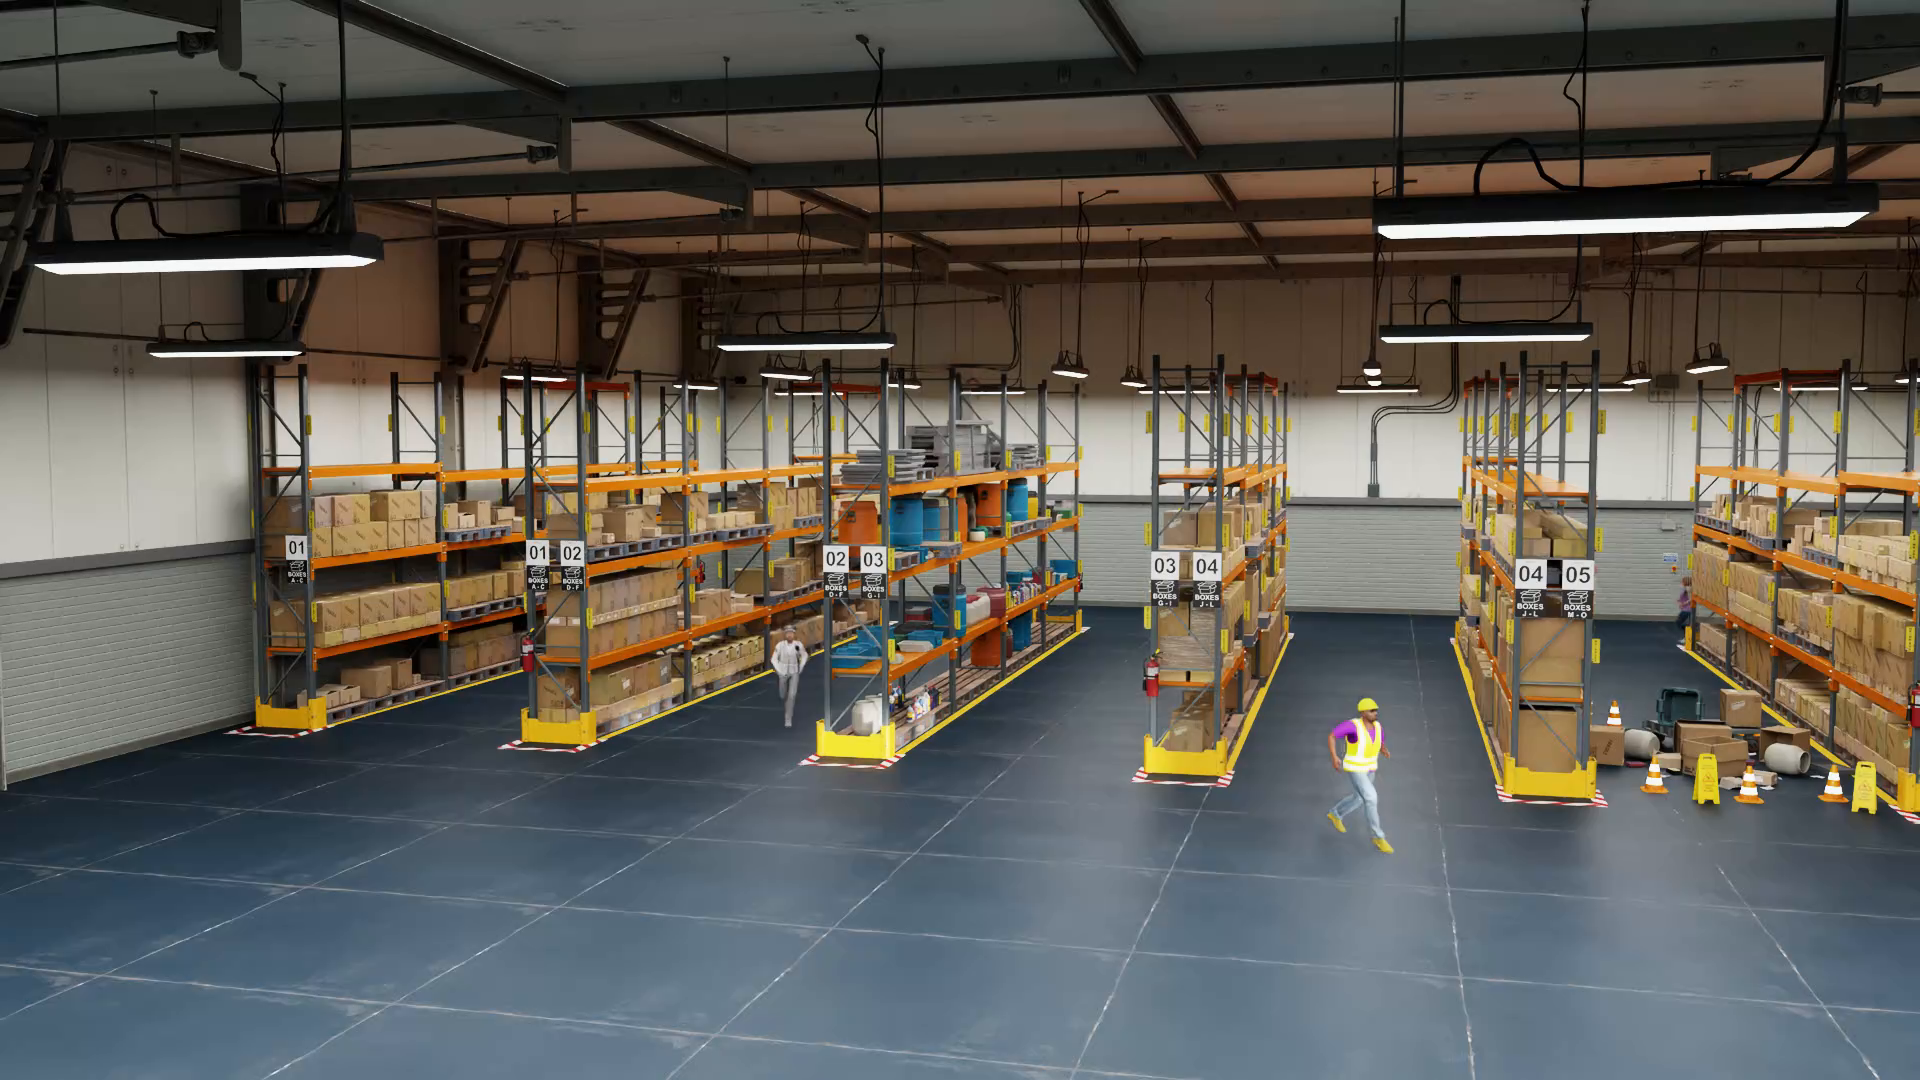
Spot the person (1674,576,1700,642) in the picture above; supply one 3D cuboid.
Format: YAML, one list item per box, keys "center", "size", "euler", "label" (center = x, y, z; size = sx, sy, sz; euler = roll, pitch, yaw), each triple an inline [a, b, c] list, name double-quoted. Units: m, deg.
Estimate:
- center: [16.736, 1.618, 38.249]
  size: [0.591, 1.536, 0.567]
  euler: [2, 4, 27]
  label: "person"

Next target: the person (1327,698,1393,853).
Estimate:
- center: [4.772, 2.756, 19.827]
  size: [0.729, 1.782, 1.017]
  euler: [-3, 5, -34]
  label: "person"

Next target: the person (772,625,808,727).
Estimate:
- center: [-2.873, 2.261, 28.039]
  size: [0.597, 1.690, 0.976]
  euler: [0, 4, 3]
  label: "person"
